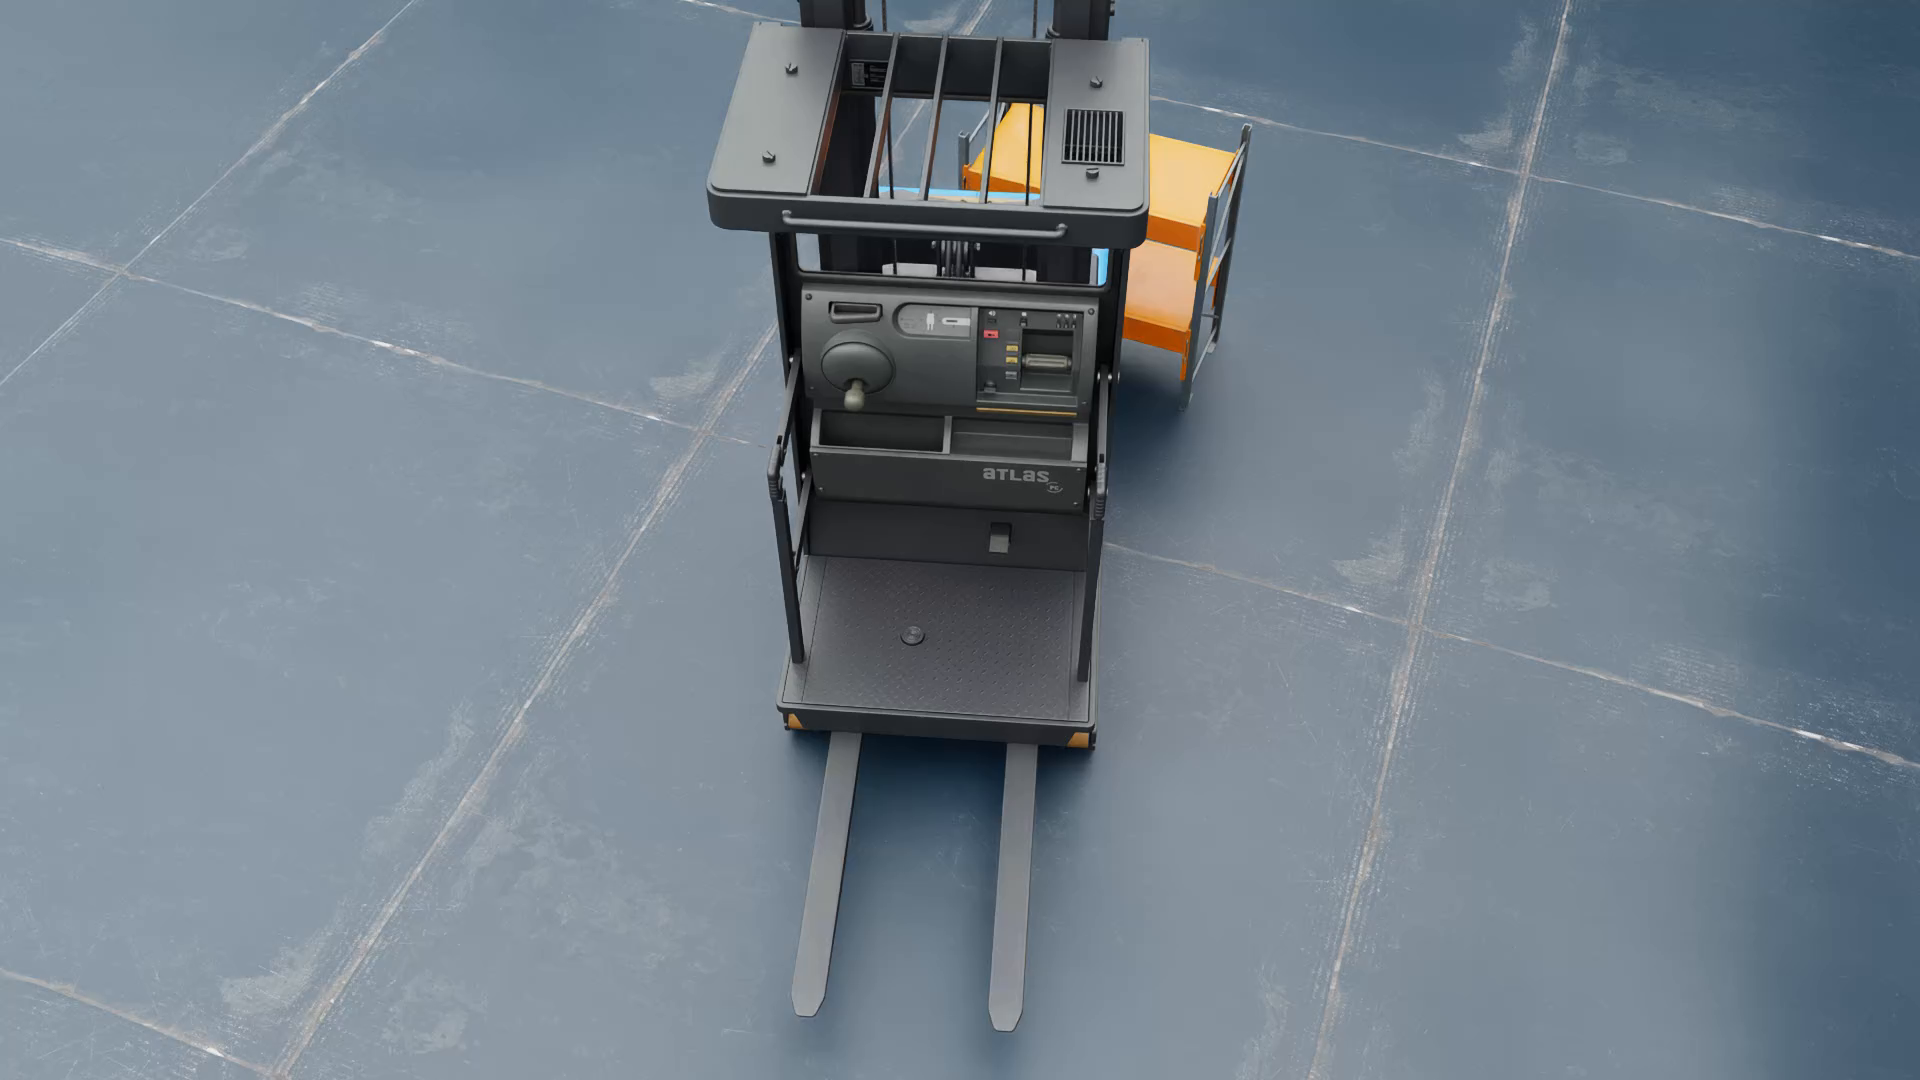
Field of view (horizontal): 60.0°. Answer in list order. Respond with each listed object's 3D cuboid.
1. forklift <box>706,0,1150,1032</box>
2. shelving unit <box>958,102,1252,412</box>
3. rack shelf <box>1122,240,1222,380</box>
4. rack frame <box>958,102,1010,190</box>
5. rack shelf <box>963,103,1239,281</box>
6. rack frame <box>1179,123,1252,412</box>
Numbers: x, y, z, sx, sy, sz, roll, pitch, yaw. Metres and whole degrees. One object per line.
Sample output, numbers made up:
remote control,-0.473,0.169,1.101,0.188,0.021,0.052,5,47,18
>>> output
forklift,-0.050,-0.486,5.098,1.130,2.935,3.031,3,49,3
shelving unit,0.572,-1.240,6.947,1.048,1.125,0.538,17,51,14
rack shelf,0.572,-1.080,7.132,1.000,0.278,0.538,17,51,14
rack frame,0.102,-1.385,7.073,0.032,1.125,0.500,17,51,14
rack shelf,0.572,-1.432,6.726,1.000,0.278,0.538,17,51,14
rack frame,1.043,-1.094,6.821,0.032,1.125,0.500,17,51,14
